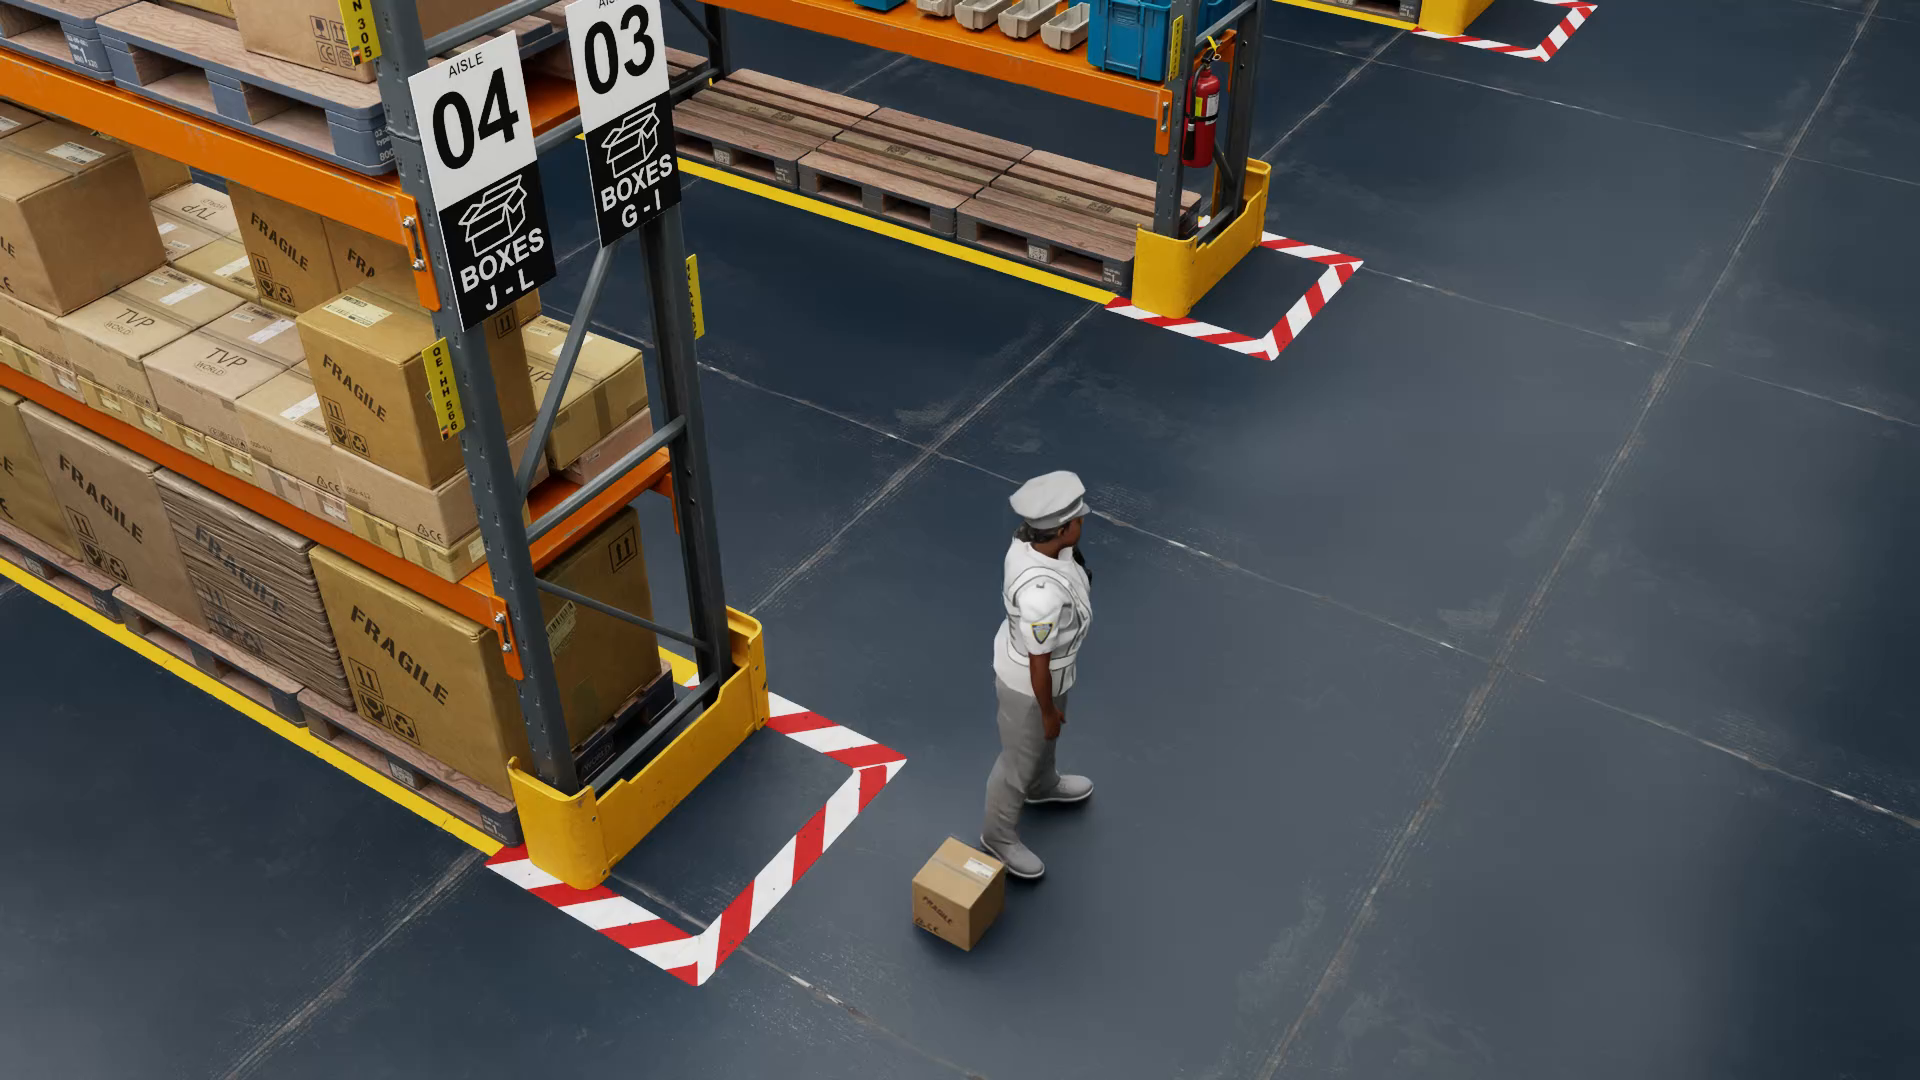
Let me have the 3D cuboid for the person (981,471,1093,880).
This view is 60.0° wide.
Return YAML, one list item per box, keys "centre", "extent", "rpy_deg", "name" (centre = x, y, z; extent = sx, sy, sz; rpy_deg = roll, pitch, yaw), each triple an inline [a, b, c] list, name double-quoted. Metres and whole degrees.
- centre: [0.303, 0.481, 6.029]
  extent: [0.429, 1.677, 0.537]
  rpy_deg: [3, 39, 4]
  name: "person"
